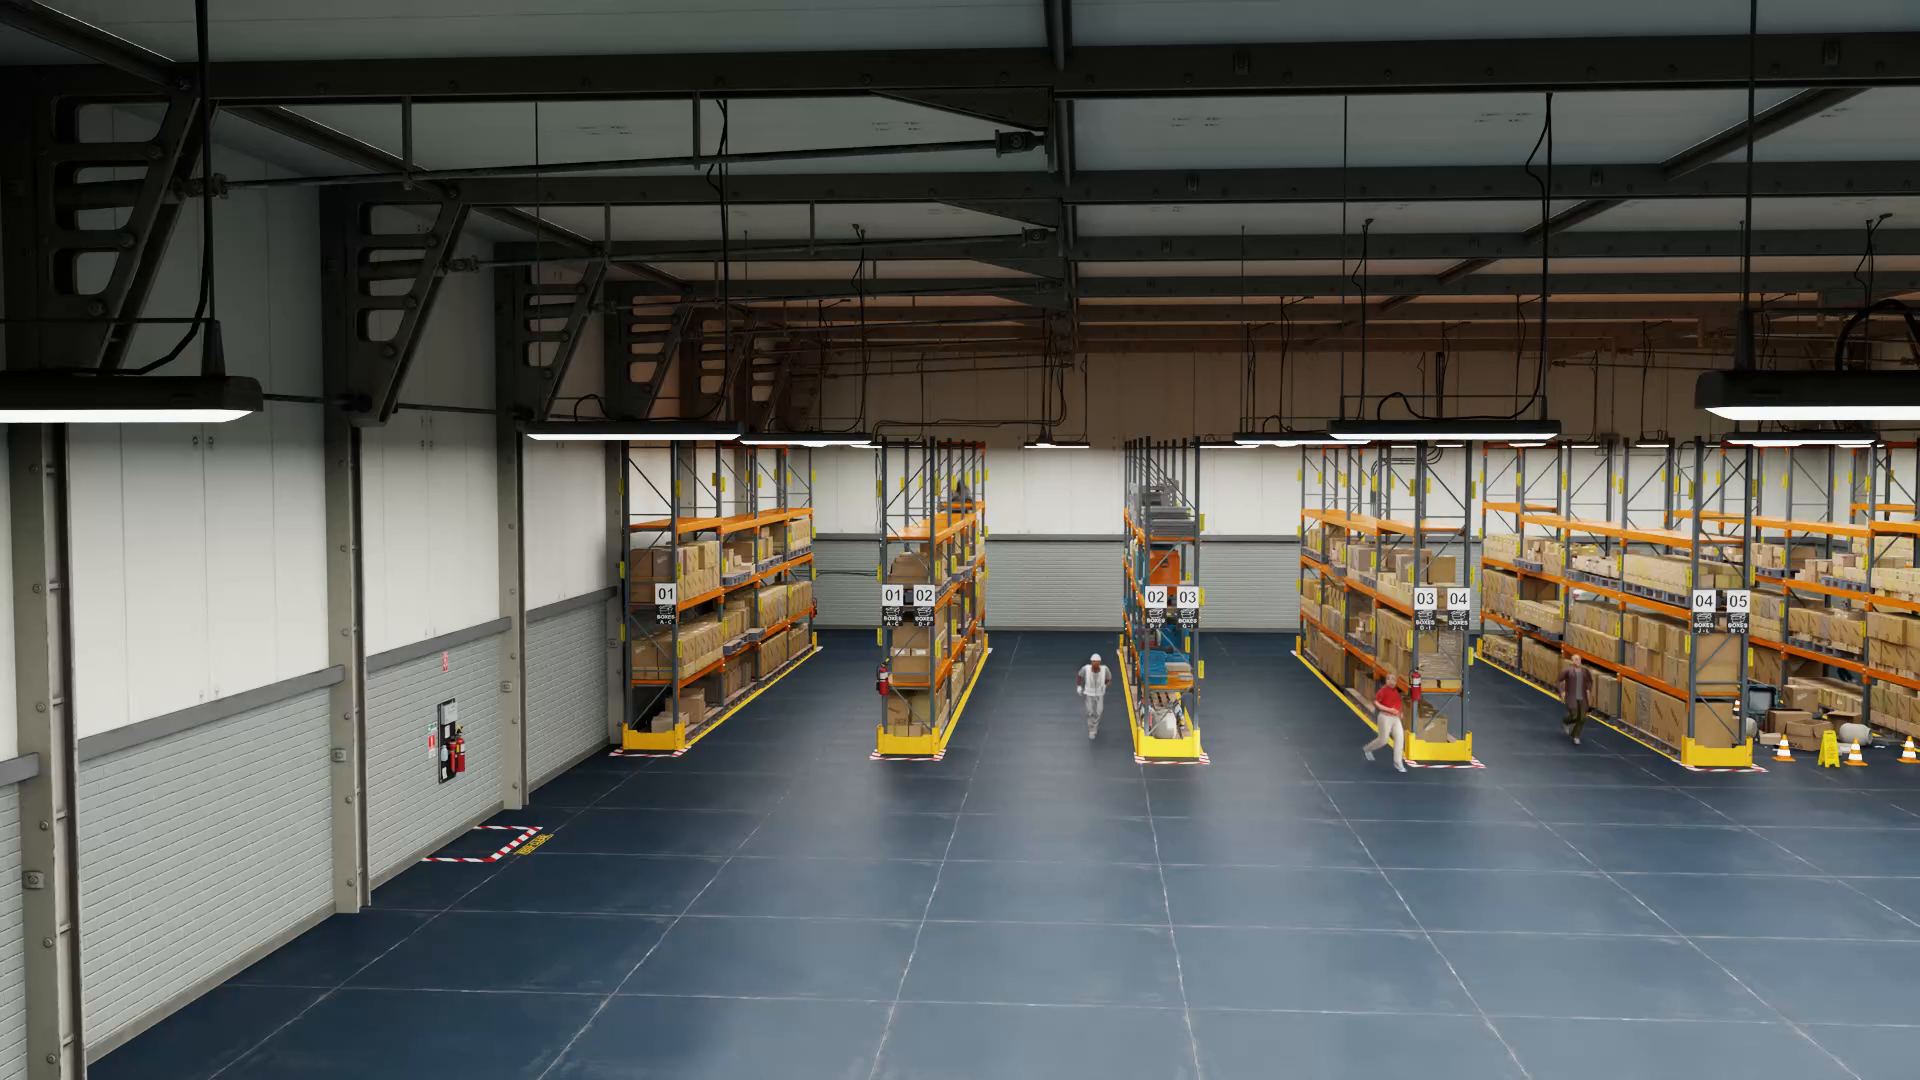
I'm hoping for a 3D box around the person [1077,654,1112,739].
[{"bbox_3d":[2.686,3.107,33.244,0.675,1.705,0.759,0,3,-4],"label":"person"}]

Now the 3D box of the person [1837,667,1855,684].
[{"bbox_3d":[21.141,2.826,39.689,0.546,1.562,0.496,0,3,-3],"label":"person"}]

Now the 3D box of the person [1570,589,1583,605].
[{"bbox_3d":[17.550,2.288,47.393,0.955,1.771,0.660,0,3,-9],"label":"person"}]

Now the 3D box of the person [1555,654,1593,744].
[{"bbox_3d":[12.112,3.121,32.734,0.723,1.747,0.634,0,3,-2],"label":"person"}]

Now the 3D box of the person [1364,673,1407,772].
[{"bbox_3d":[7.755,3.309,30.041,0.698,1.668,0.931,-2,4,-34],"label":"person"}]
